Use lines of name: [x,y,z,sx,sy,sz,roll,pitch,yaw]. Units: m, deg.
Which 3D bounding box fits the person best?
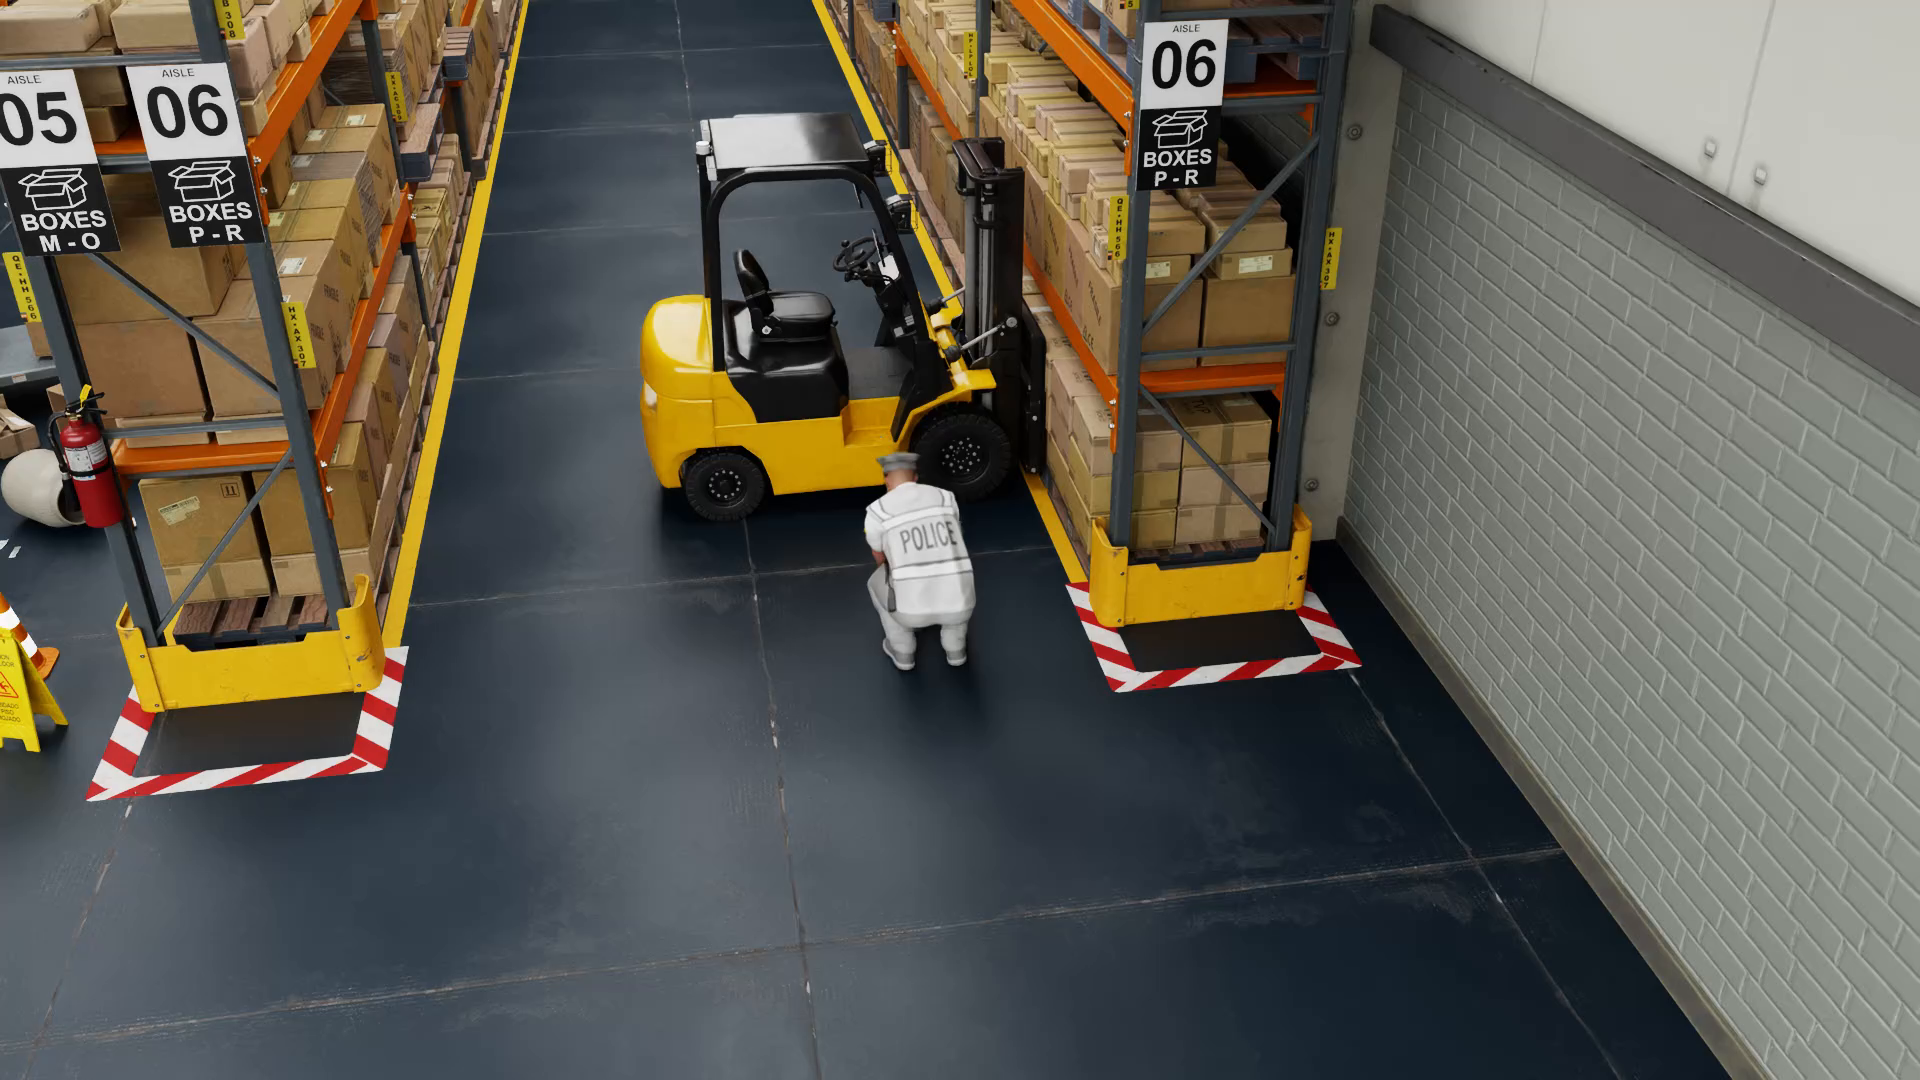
person: [-0.211,0.099,8.702,0.543,1.020,0.914,-6,31,-10]
